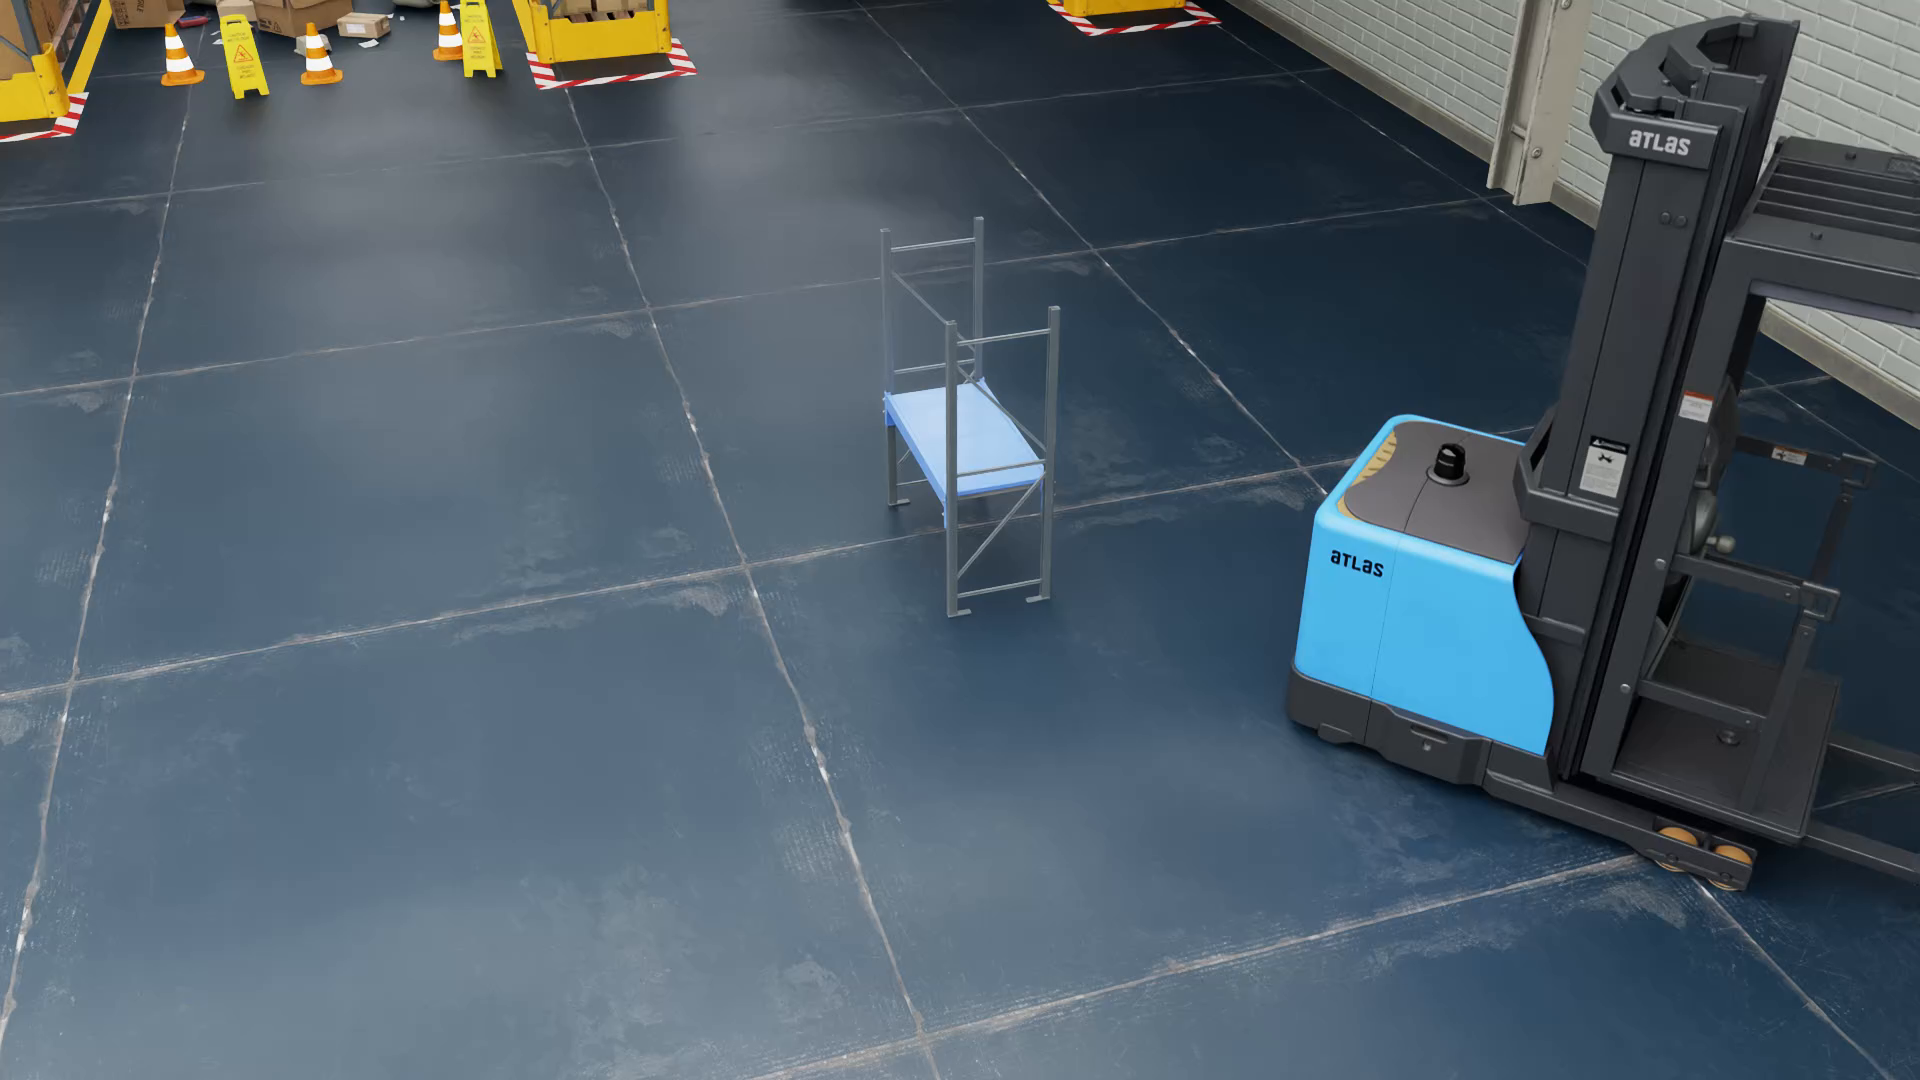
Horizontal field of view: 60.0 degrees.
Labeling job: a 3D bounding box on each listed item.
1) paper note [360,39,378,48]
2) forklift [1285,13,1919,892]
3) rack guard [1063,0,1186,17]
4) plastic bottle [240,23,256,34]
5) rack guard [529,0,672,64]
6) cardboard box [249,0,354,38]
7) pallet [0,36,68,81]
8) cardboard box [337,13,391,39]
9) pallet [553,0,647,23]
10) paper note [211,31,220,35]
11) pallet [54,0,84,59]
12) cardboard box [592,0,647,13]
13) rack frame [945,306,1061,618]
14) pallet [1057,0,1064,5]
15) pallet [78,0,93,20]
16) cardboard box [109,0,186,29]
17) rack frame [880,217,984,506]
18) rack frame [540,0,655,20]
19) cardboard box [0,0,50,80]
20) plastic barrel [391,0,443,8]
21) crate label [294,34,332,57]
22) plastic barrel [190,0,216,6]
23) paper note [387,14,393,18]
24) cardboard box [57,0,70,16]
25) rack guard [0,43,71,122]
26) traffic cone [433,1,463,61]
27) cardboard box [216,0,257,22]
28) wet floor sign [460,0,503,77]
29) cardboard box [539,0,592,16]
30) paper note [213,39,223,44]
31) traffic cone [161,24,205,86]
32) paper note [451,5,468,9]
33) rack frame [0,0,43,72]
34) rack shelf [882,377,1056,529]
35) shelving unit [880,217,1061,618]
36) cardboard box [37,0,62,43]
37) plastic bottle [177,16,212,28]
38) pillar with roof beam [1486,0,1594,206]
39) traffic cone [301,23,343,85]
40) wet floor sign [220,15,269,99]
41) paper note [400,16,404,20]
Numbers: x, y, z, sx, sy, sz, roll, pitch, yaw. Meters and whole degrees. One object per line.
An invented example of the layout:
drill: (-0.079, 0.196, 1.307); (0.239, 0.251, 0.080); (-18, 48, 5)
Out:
paper note: (-5.331, -4.485, 15.010); (0.148, 0.019, 0.142); (-23, 40, -31)
forklift: (2.903, -0.242, 5.957); (3.031, 2.935, 1.130); (18, 38, 25)
rack guard: (1.586, -5.344, 15.883); (1.175, 0.500, 0.348); (-10, 35, -15)
plastic bottle: (-6.617, -4.727, 15.348); (0.133, 0.061, 0.283); (-23, 40, -31)
rack guard: (-3.170, -4.559, 14.696); (1.175, 0.500, 0.348); (-10, 35, -15)
cardboard box: (-6.094, -5.017, 15.386); (0.637, 0.503, 0.797); (19, 38, 26)
pallet: (-8.149, -3.920, 13.991); (1.003, 0.211, 1.213); (-10, 35, -15)
cardboard box: (-5.470, -4.721, 15.260); (0.380, 0.149, 0.250); (7, 34, 10)
pallet: (-3.384, -4.871, 15.430); (1.003, 0.211, 1.213); (-10, 35, -15)
paper note: (-6.849, -4.669, 15.306); (0.032, 0.001, 0.123); (7, 34, 10)
pallet: (-8.517, -4.559, 14.959); (1.003, 0.211, 1.213); (-10, 35, -15)
cardboard box: (-3.130, -5.060, 15.300); (0.500, 0.250, 0.500); (-10, 35, -15)
rack frame: (0.181, -0.314, 7.365); (0.500, 1.500, 0.032); (-10, 35, -15)
pallet: (1.306, -5.630, 16.579); (1.003, 0.211, 1.213); (-10, 35, -15)
pallet: (-8.893, -5.201, 15.930); (1.003, 0.211, 1.213); (-10, 35, -15)
cardboard box: (-7.600, -5.093, 15.501); (0.500, 0.500, 0.500); (-4, 34, -6)
rack frame: (-0.129, -0.848, 8.173); (0.500, 1.500, 0.032); (-10, 35, -15)
rack frame: (-3.147, -5.562, 13.947); (1.000, 3.000, 0.127); (-10, 35, -15)
cardboard box: (-8.100, -4.311, 13.599); (0.875, 0.875, 0.875); (-10, 35, -14)
plastic barrel: (-5.219, -5.317, 15.913); (0.512, 0.421, 0.421); (13, 36, 18)
crate label: (-5.759, -4.414, 14.806); (0.298, 0.136, 0.250); (27, 42, 34)
plastic barrel: (-7.244, -5.364, 15.984); (0.512, 0.421, 0.421); (13, 36, 18)
paper note: (-5.447, -4.952, 15.726); (0.148, 0.019, 0.142); (1, 33, 2)
cardboard box: (-8.647, -5.251, 15.022); (0.875, 0.875, 0.875); (-10, 35, -14)
rack guard: (-7.823, -3.621, 13.277); (1.175, 0.500, 0.348); (-10, 35, -15)
traffic cone: (-4.507, -4.513, 14.660); (0.336, 0.463, 0.334); (-10, 35, -15)
cardboard box: (-6.772, -5.044, 15.642); (0.396, 0.266, 0.258); (-4, 34, -6)
wet floor sign: (-4.108, -4.300, 14.173); (0.267, 0.644, 0.232); (1, 33, 2)
cardboard box: (-3.657, -4.982, 15.182); (0.500, 0.250, 0.500); (-10, 35, -15)
paper note: (-6.679, -4.524, 15.071); (0.144, 0.017, 0.142); (1, 33, 2)
traffic cone: (-6.640, -4.136, 14.090); (0.336, 0.463, 0.334); (-10, 35, -15)
paper note: (-4.811, -5.136, 15.995); (0.142, 0.019, 0.148); (-23, 40, -31)
rack frame: (-7.830, -4.677, 12.607); (1.000, 3.000, 0.127); (-10, 35, -15)
rack shelf: (0.026, -0.431, 7.868); (0.538, 0.185, 1.000); (-10, 35, -15)
shelving unit: (0.026, -0.581, 7.769); (0.538, 1.500, 1.048); (-10, 35, -15)
cardboard box: (-8.371, -4.772, 14.297); (0.875, 0.875, 0.875); (-11, 35, -15)
plastic bottle: (-7.146, -4.845, 15.527); (0.283, 0.061, 0.133); (-23, 40, -31)
pillar with roof beam: (-0.045, -5.545, 8.479); (9.100, 9.000, 0.400); (-10, 35, -15)
traffic cone: (-5.460, -4.148, 14.107); (0.336, 0.463, 0.334); (-10, 35, -15)
wet floor sign: (-5.936, -4.012, 13.737); (0.267, 0.644, 0.232); (-16, 37, -23)
paper note: (-5.266, -4.925, 15.694); (0.032, 0.001, 0.123); (-10, 35, -15)
